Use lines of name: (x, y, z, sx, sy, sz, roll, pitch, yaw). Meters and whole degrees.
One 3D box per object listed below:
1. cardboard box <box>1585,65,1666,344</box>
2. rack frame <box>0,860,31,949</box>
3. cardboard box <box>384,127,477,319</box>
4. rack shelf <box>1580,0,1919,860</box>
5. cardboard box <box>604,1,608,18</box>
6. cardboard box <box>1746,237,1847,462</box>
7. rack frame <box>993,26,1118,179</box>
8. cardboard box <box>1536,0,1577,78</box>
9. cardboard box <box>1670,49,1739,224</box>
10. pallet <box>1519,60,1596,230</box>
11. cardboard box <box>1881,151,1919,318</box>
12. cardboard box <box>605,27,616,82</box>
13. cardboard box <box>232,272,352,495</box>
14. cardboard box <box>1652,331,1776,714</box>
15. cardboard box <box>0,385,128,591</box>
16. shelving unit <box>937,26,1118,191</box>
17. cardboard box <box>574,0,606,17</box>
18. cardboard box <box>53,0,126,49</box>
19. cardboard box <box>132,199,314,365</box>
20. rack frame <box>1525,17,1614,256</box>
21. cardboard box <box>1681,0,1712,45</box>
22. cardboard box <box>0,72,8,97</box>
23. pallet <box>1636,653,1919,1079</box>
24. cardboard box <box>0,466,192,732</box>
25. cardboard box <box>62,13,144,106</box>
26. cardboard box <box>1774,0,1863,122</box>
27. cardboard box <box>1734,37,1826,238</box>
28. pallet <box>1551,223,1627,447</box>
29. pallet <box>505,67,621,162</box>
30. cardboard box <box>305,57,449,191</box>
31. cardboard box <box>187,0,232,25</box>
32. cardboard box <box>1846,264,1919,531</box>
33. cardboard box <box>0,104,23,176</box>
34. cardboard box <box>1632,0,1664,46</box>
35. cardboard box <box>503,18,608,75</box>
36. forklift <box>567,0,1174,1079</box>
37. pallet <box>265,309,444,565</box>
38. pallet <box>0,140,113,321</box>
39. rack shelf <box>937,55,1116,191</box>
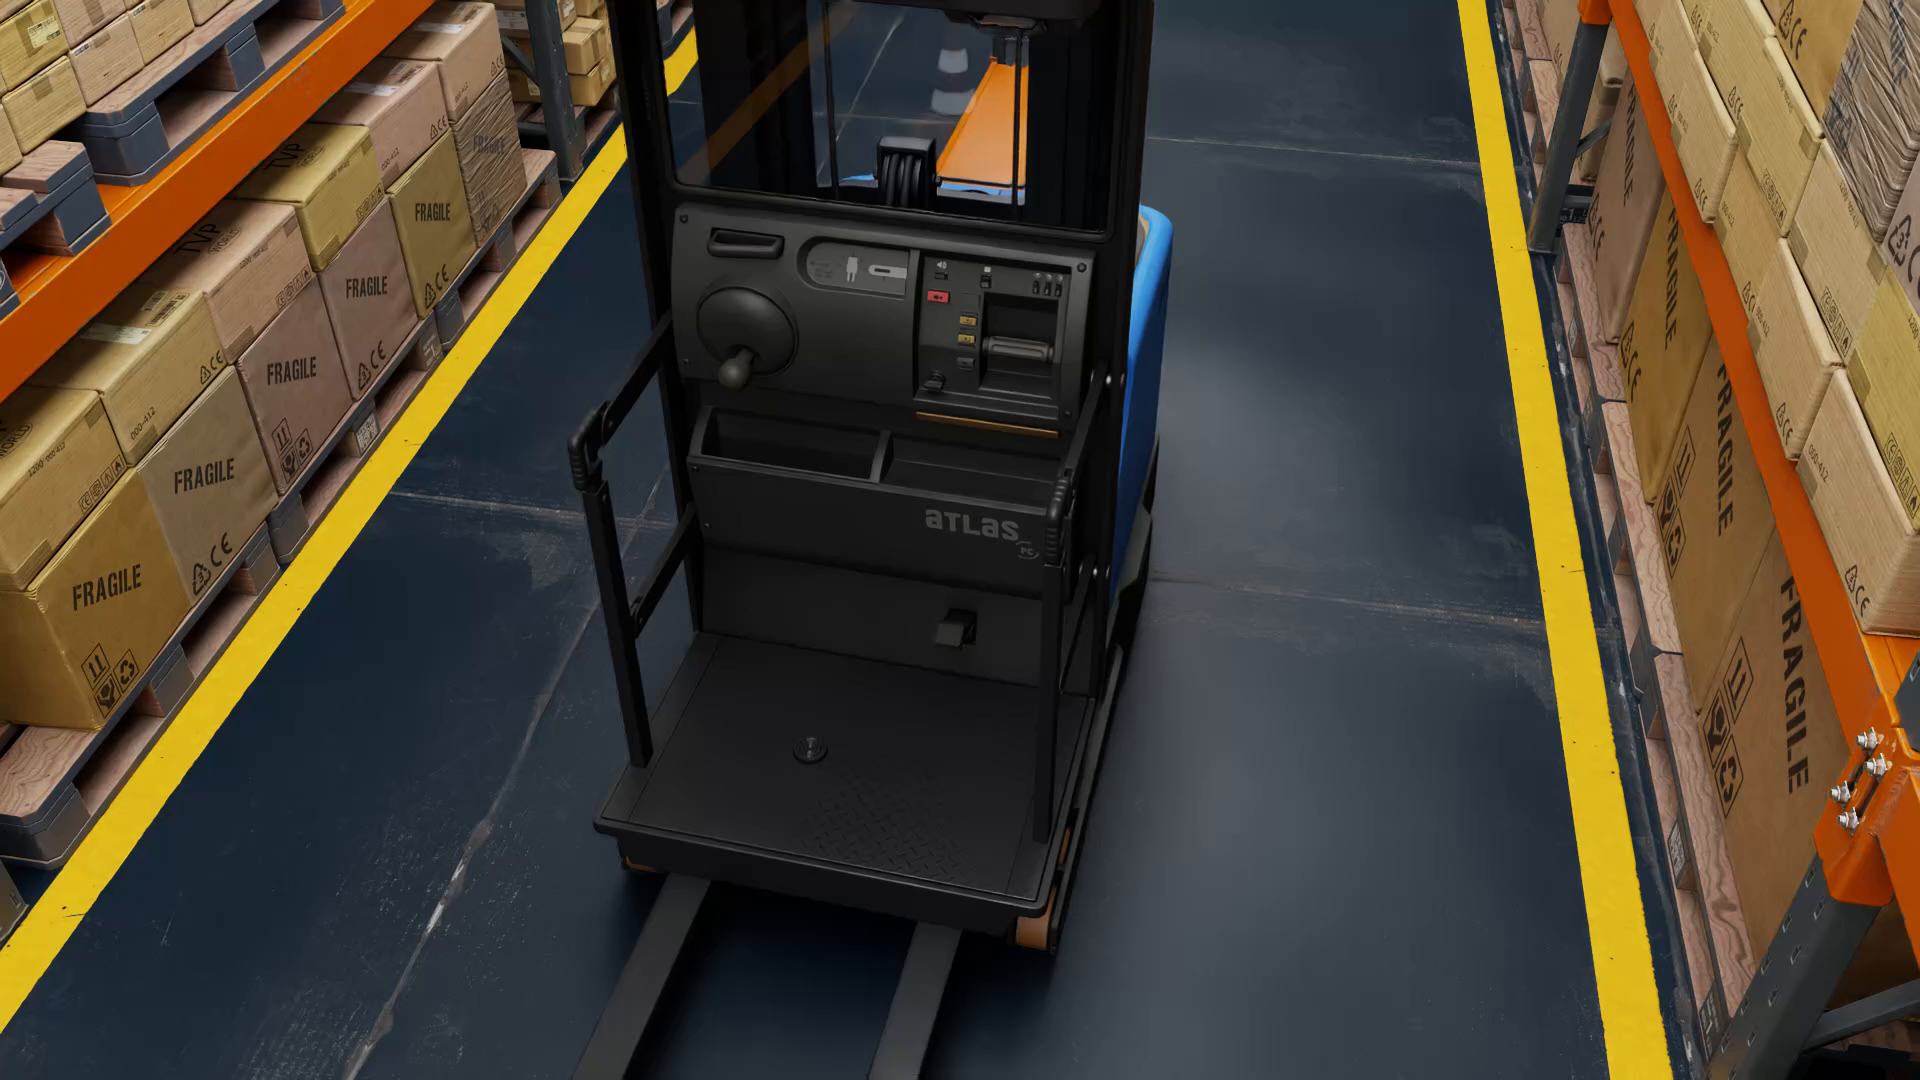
cardboard box: (2.740, -1.227, 5.717, 0.875, 0.875, 0.875, 8, 40, 9)
rack frame: (-2.816, -0.254, 3.203, 1.000, 3.000, 0.127, 6, 40, 8)
cardboard box: (-2.093, -1.148, 5.917, 0.500, 0.500, 0.500, 6, 40, 7)
rack shelf: (2.423, -0.749, 4.367, 1.077, 0.370, 4.000, 6, 40, 8)
cardboard box: (-1.784, -2.459, 7.545, 0.380, 0.149, 0.250, 6, 40, 7)
cardboard box: (1.981, -0.382, 3.475, 0.500, 0.250, 0.500, 7, 40, 8)
rack frame: (0.358, -1.300, 5.940, 0.500, 1.125, 0.032, 9, 40, 11)
cardboard box: (3.137, -2.400, 7.480, 0.875, 0.438, 0.875, 5, 40, 6)
cardboard box: (2.145, -1.019, 4.246, 0.500, 0.250, 0.500, 6, 40, 7)
pallet: (2.977, -1.675, 7.111, 1.003, 0.211, 1.213, 6, 40, 8)
cardboard box: (1.908, -0.548, 2.696, 0.500, 0.500, 0.500, 5, 40, 6)
cardboard box: (-1.699, -2.187, 7.449, 0.380, 0.149, 0.250, 8, 40, 9)
cardboard box: (-2.275, -0.506, 5.141, 0.500, 0.500, 0.500, 5, 40, 7)
cardboard box: (2.436, -0.098, 4.352, 0.875, 0.875, 0.875, 7, 40, 8)
cardboard box: (-2.459, -0.147, 4.118, 0.500, 0.250, 0.500, 5, 40, 6)
shelving unit: (0.238, -0.986, 5.560, 0.538, 1.125, 1.048, 9, 40, 11)
cardboard box: (-1.754, -2.416, 7.259, 0.380, 0.149, 0.250, 8, 40, 10)
cardboard box: (-2.360, -1.367, 4.184, 0.380, 0.149, 0.250, 6, 40, 8)
cardboard box: (-2.273, -0.775, 4.876, 0.500, 0.250, 0.500, 7, 40, 8)
rack frame: (2.769, -2.281, 5.655, 1.000, 3.000, 0.127, 6, 40, 8)
cardboard box: (2.239, -1.527, 4.469, 0.500, 0.250, 0.500, 7, 40, 8)
cardboard box: (-2.447, -1.053, 3.803, 0.380, 0.149, 0.250, 5, 40, 6)
pallet: (2.287, 0.817, 4.096, 1.003, 0.211, 1.213, 6, 40, 8)
cardboard box: (-2.443, 0.132, 4.368, 0.500, 0.500, 0.500, 5, 40, 6)
cardboard box: (-2.358, -1.252, 4.278, 0.380, 0.149, 0.250, 8, 40, 9)
cardboard box: (2.082, -1.182, 3.463, 0.500, 0.500, 0.500, 6, 40, 8)
cardboard box: (2.064, -0.884, 3.690, 0.500, 0.250, 0.500, 5, 40, 7)
pallet: (2.709, -0.714, 5.948, 1.003, 0.211, 1.213, 6, 40, 8)
pallet: (-2.043, -2.115, 7.642, 1.003, 0.211, 1.213, 6, 40, 8)
cardboard box: (-2.106, -1.435, 5.675, 0.500, 0.250, 0.500, 8, 40, 10)
cardboard box: (-2.266, -1.573, 4.666, 0.380, 0.149, 0.250, 5, 40, 6)
cardboard box: (1.910, -0.238, 2.909, 0.500, 0.250, 0.500, 6, 40, 8)
cardboard box: (-2.447, -0.915, 3.870, 0.380, 0.149, 0.250, 8, 40, 10)
cardboard box: (2.345, -1.652, 5.011, 0.500, 0.250, 0.500, 5, 40, 7)
cardboard box: (-1.746, -2.134, 7.151, 0.380, 0.149, 0.250, 8, 40, 10)
forklift: (-0.228, -0.407, 3.443, 1.130, 2.935, 3.031, 9, 40, 11)
pallet: (-2.466, -0.433, 5.607, 1.003, 0.211, 1.213, 6, 40, 8)
pallet: (-2.798, -0.639, 3.819, 1.213, 0.211, 1.003, 6, 40, 8)
rack shelf: (0.238, -1.211, 5.373, 0.538, 0.278, 1.000, 9, 40, 11)
